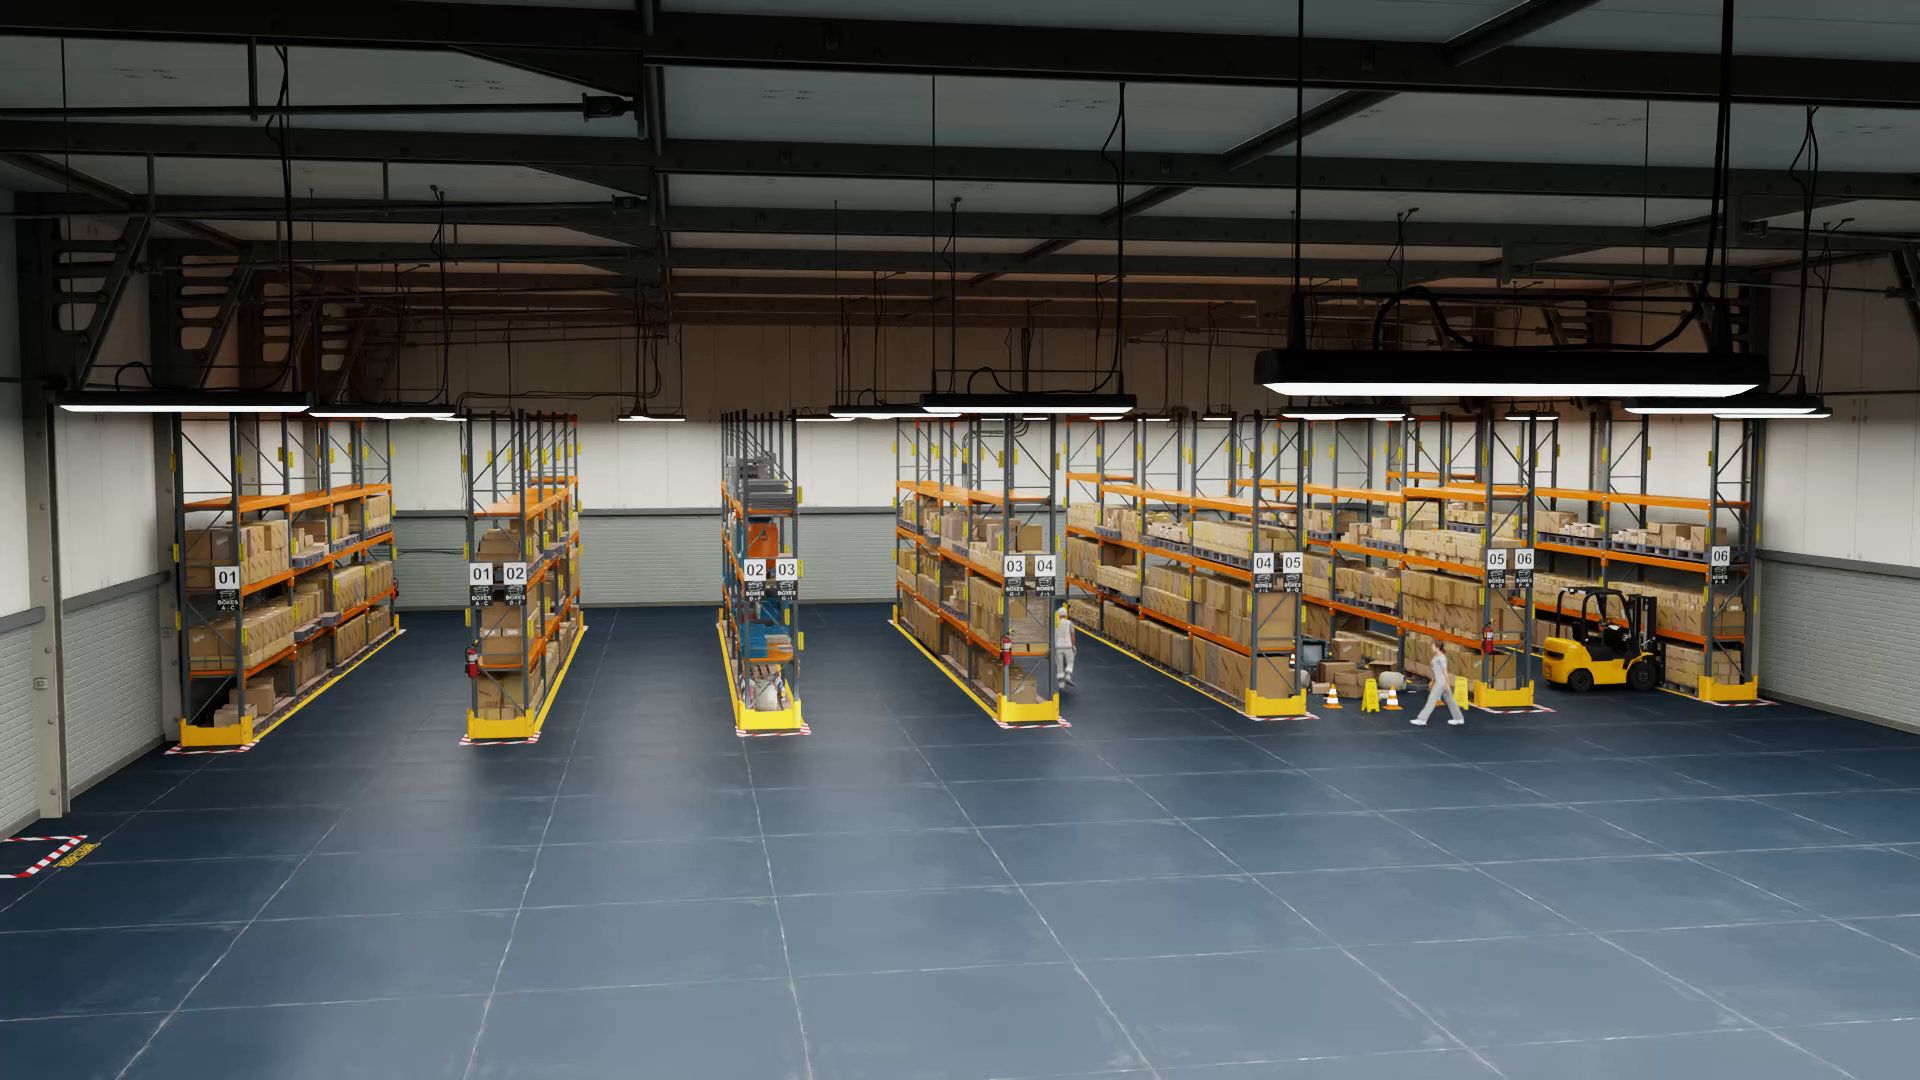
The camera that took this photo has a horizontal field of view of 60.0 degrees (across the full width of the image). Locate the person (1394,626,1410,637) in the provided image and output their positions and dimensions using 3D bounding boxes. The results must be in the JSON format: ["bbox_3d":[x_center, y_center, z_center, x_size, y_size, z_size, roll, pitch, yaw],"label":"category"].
[{"bbox_3d":[11.928,1.778,44.818,0.523,1.679,0.438,-3,5,-39],"label":"person"}]

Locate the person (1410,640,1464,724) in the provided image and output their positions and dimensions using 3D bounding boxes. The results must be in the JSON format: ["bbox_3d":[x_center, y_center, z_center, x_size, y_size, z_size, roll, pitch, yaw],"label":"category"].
[{"bbox_3d":[9.056,2.695,31.523,1.025,1.599,0.489,0,4,6],"label":"person"}]

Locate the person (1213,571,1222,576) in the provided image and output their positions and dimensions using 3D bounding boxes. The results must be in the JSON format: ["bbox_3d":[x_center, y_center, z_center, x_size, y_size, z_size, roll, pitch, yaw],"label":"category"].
[{"bbox_3d":[7.202,1.647,46.523,0.356,1.694,0.521,2,5,30],"label":"person"}]

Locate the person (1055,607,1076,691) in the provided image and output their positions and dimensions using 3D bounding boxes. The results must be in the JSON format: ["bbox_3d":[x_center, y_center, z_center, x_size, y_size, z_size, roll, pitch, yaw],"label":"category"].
[{"bbox_3d":[2.208,2.332,35.740,0.582,1.780,0.481,0,4,6],"label":"person"}]
